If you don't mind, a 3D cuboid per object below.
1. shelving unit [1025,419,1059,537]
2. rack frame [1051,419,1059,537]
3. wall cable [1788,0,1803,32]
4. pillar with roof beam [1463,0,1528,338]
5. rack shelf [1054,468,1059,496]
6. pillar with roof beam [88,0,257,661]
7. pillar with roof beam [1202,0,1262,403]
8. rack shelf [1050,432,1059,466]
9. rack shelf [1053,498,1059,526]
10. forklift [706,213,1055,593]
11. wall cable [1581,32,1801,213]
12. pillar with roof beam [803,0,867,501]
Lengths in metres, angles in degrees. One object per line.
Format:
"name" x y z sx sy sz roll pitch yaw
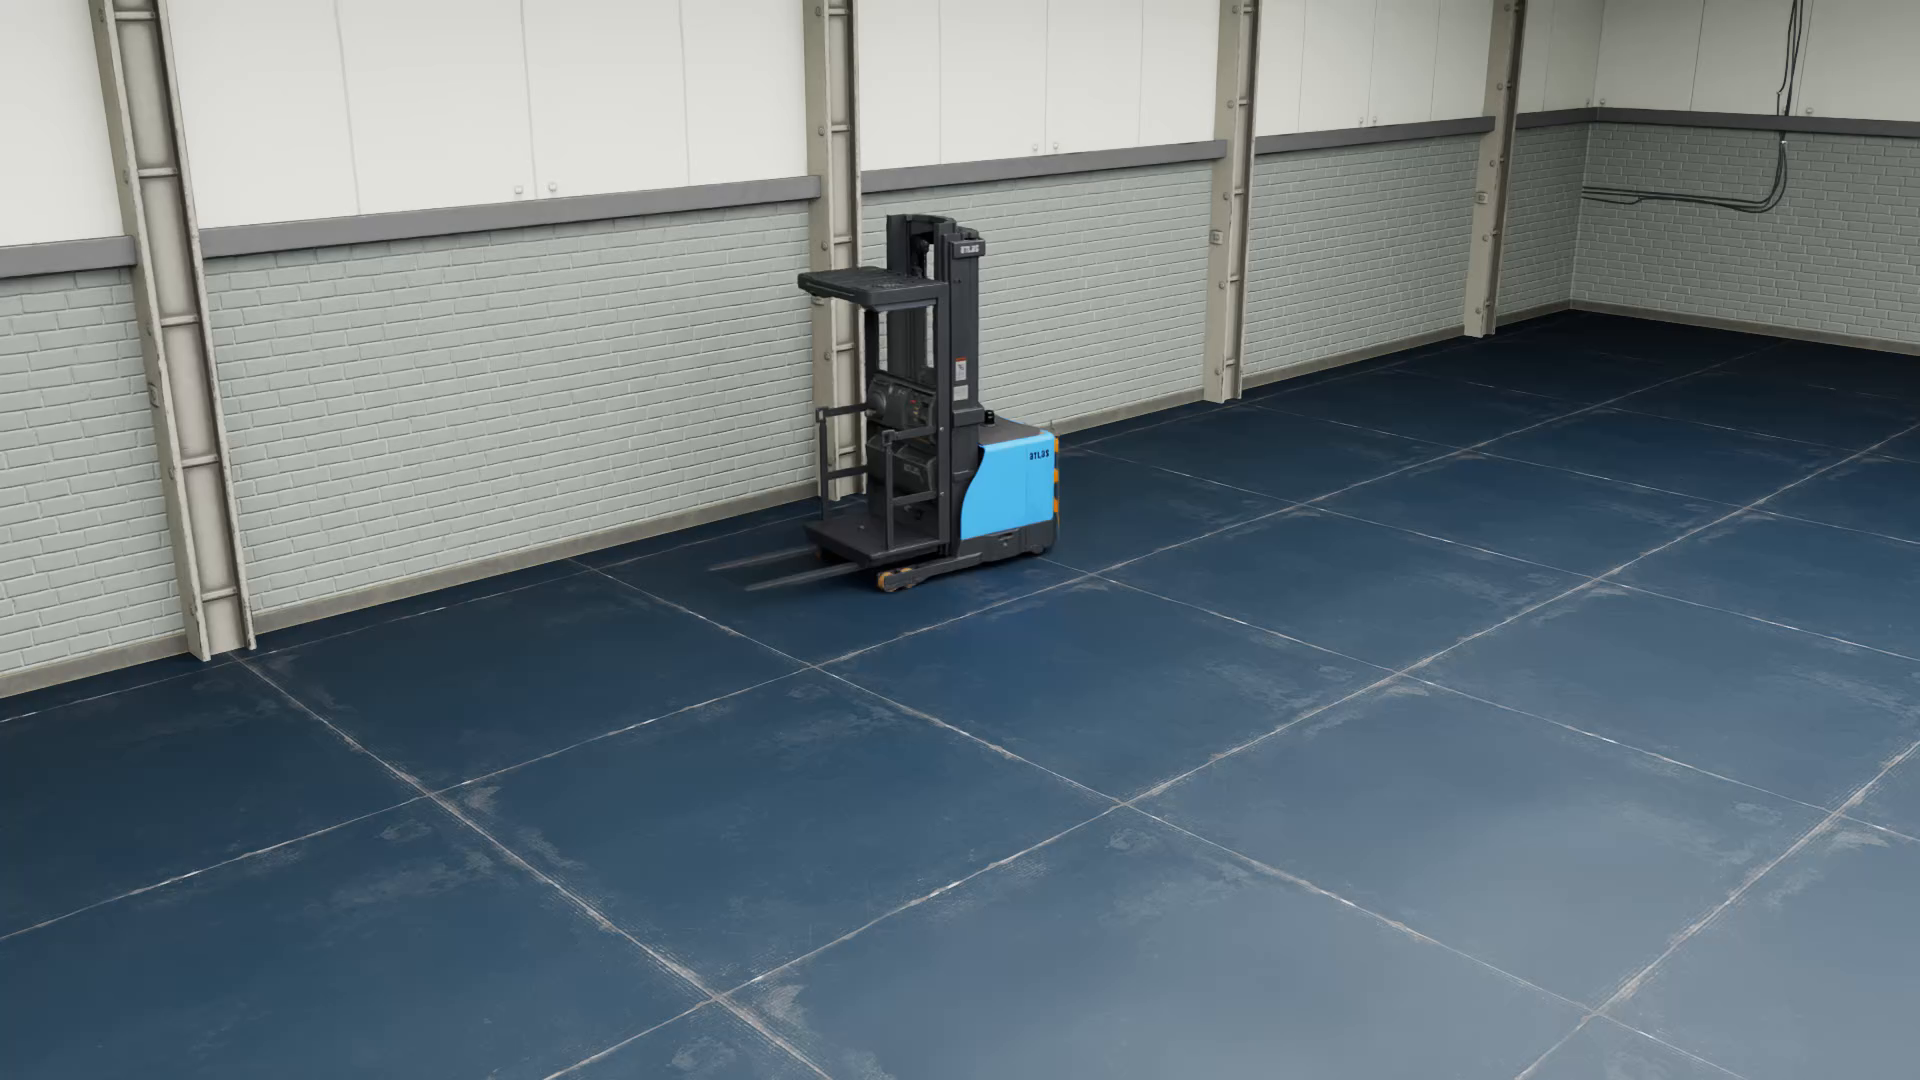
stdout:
"shelving unit" 0.737 -0.542 14.945 0.252 1.050 0.215 -6 18 -16
"rack frame" 0.853 -0.555 14.979 0.008 1.050 0.200 -6 18 -16
"wall cable" 12.460 -7.924 21.681 0.112 2.526 3.097 -16 24 -41
"pillar with roof beam" 10.510 -6.312 19.863 0.400 9.000 9.100 -16 24 -41
"rack shelf" 0.737 -0.532 14.948 0.240 0.259 0.215 -6 18 -16
"pillar with roof beam" -2.569 -2.498 8.100 0.400 9.000 9.100 -16 24 -41
"pillar with roof beam" 6.150 -5.041 15.942 0.400 9.000 9.100 -16 24 -41
"rack shelf" 0.732 -0.803 14.862 0.240 0.259 0.215 -6 18 -16
"rack shelf" 0.742 -0.267 15.033 0.240 0.259 0.215 -6 18 -16
"forklift" -0.655 -1.146 13.766 3.031 2.935 1.130 -13 22 -34
"wall cable" 10.601 -6.128 24.329 0.112 2.526 3.097 -16 24 -41
"pillar with roof beam" 1.790 -3.770 12.021 0.400 9.000 9.100 -16 24 -41
